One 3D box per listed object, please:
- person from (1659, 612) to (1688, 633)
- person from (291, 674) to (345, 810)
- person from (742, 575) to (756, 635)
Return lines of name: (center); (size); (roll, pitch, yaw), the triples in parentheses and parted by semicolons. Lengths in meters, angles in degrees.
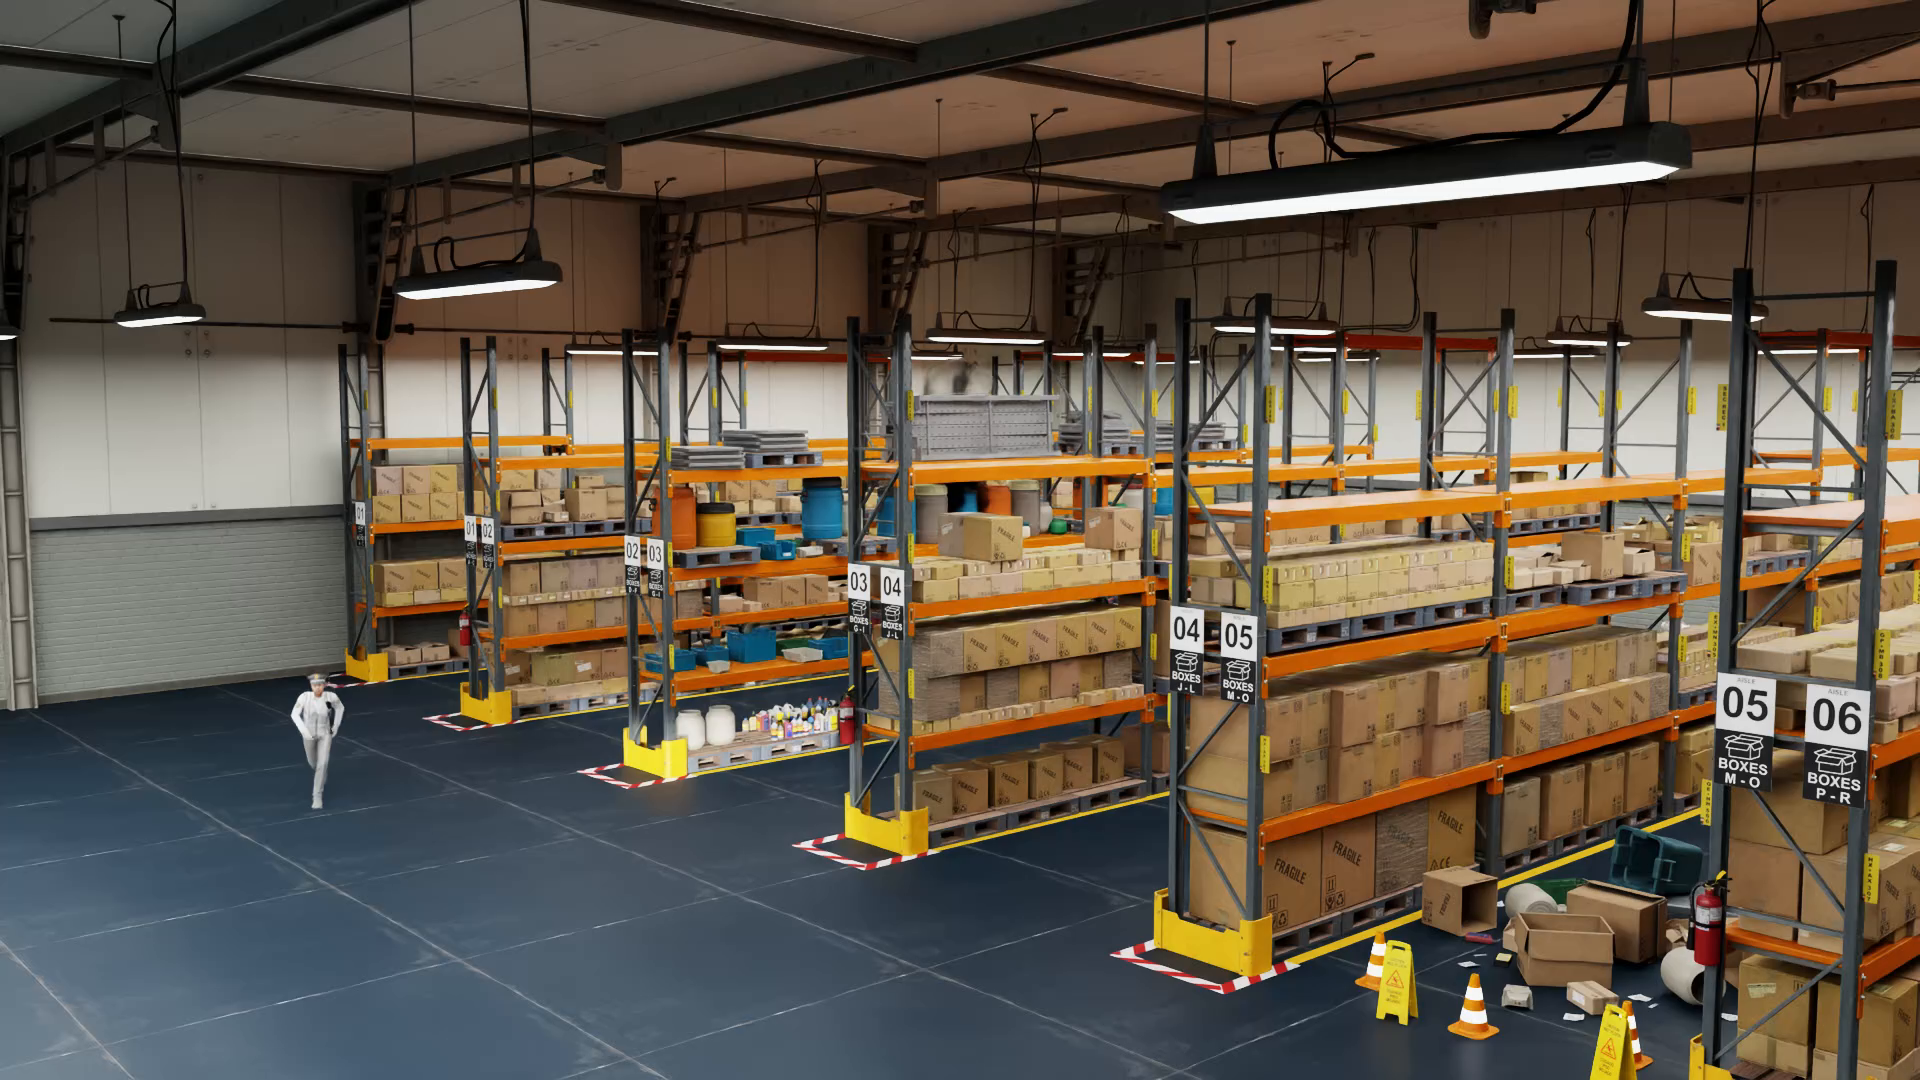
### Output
person: (11.822, 1.916, 27.540); (0.563, 1.623, 0.686); (4, 6, 36)
person: (-8.089, 2.476, 20.984); (0.619, 1.681, 1.024); (-1, 5, -16)
person: (-4.023, 1.485, 32.208); (0.804, 1.626, 0.546); (-4, 7, -40)
